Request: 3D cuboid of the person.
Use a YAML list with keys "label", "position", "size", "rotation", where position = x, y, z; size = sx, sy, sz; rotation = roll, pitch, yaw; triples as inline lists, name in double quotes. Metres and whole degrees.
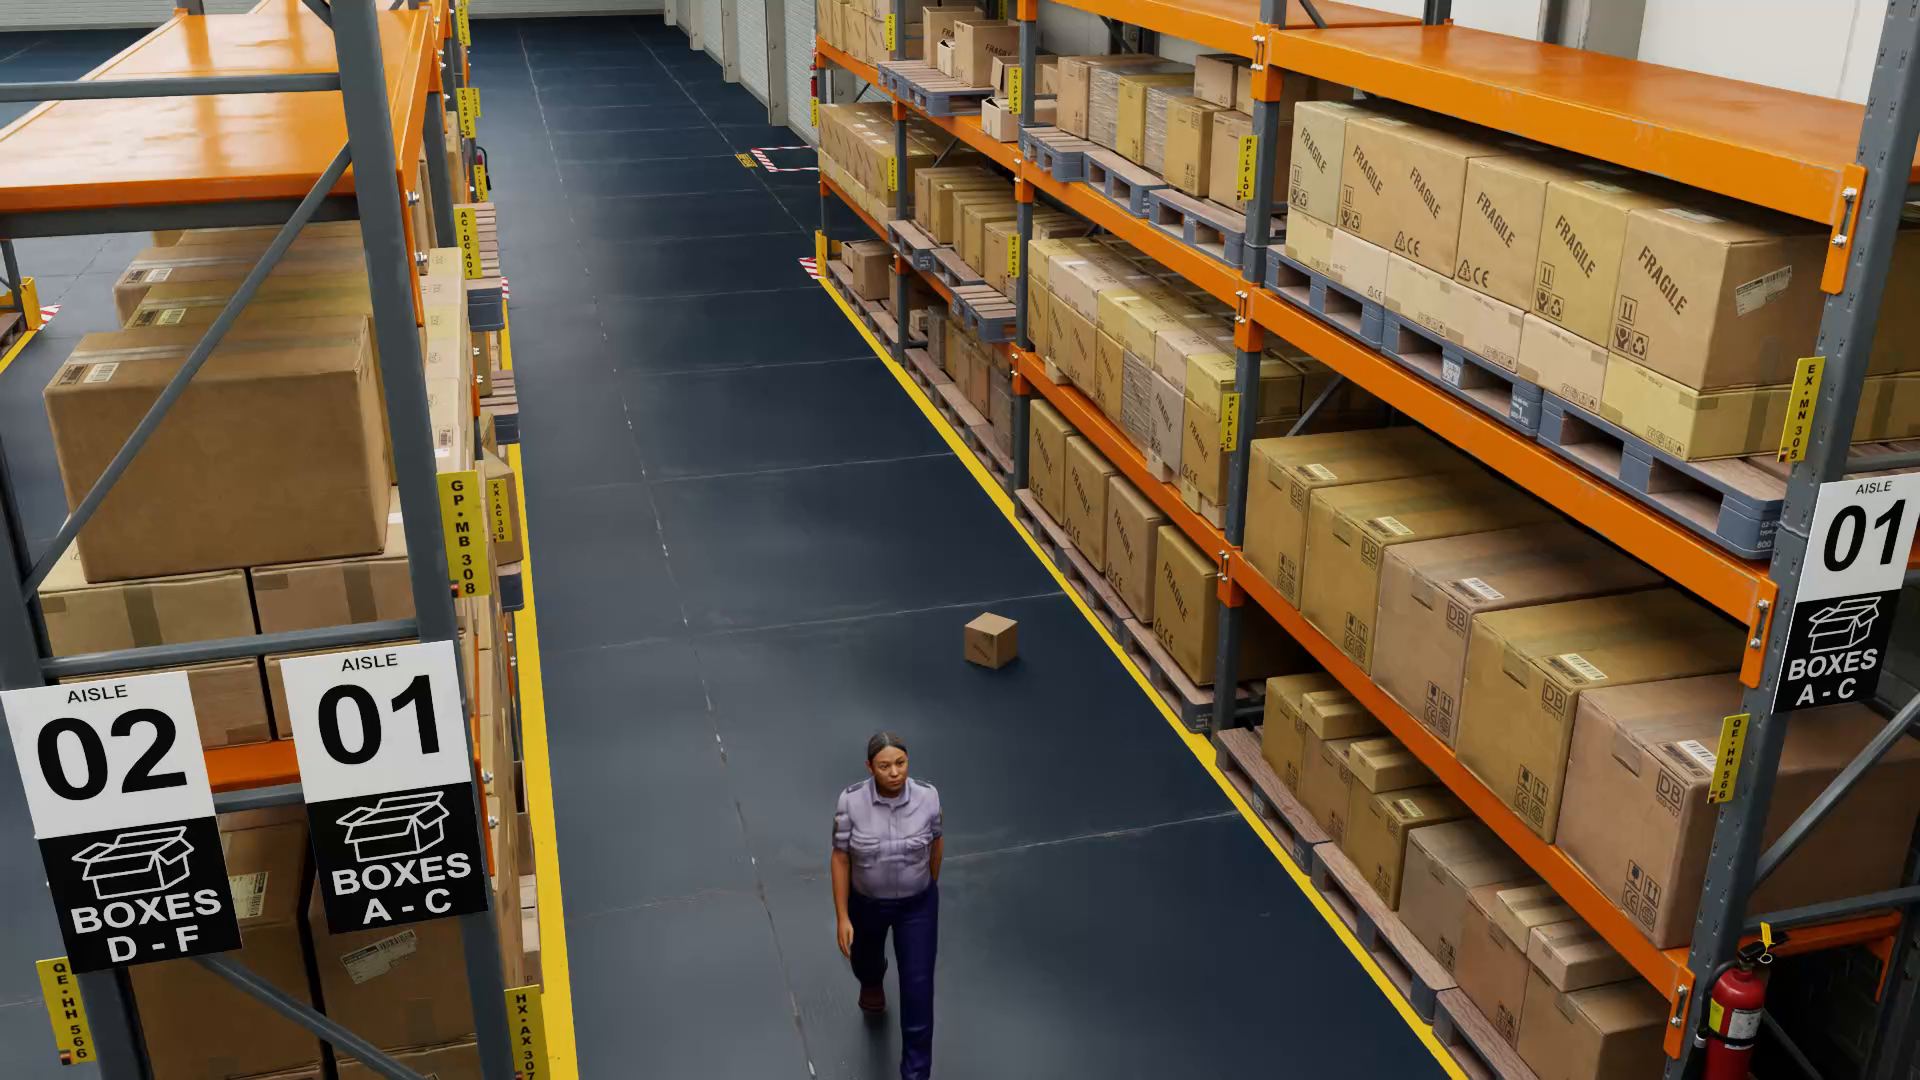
- label: "person"
  position: [-0.304, 1.540, 7.044]
  size: [0.472, 1.595, 0.977]
  rotation: [-1, 23, -2]
